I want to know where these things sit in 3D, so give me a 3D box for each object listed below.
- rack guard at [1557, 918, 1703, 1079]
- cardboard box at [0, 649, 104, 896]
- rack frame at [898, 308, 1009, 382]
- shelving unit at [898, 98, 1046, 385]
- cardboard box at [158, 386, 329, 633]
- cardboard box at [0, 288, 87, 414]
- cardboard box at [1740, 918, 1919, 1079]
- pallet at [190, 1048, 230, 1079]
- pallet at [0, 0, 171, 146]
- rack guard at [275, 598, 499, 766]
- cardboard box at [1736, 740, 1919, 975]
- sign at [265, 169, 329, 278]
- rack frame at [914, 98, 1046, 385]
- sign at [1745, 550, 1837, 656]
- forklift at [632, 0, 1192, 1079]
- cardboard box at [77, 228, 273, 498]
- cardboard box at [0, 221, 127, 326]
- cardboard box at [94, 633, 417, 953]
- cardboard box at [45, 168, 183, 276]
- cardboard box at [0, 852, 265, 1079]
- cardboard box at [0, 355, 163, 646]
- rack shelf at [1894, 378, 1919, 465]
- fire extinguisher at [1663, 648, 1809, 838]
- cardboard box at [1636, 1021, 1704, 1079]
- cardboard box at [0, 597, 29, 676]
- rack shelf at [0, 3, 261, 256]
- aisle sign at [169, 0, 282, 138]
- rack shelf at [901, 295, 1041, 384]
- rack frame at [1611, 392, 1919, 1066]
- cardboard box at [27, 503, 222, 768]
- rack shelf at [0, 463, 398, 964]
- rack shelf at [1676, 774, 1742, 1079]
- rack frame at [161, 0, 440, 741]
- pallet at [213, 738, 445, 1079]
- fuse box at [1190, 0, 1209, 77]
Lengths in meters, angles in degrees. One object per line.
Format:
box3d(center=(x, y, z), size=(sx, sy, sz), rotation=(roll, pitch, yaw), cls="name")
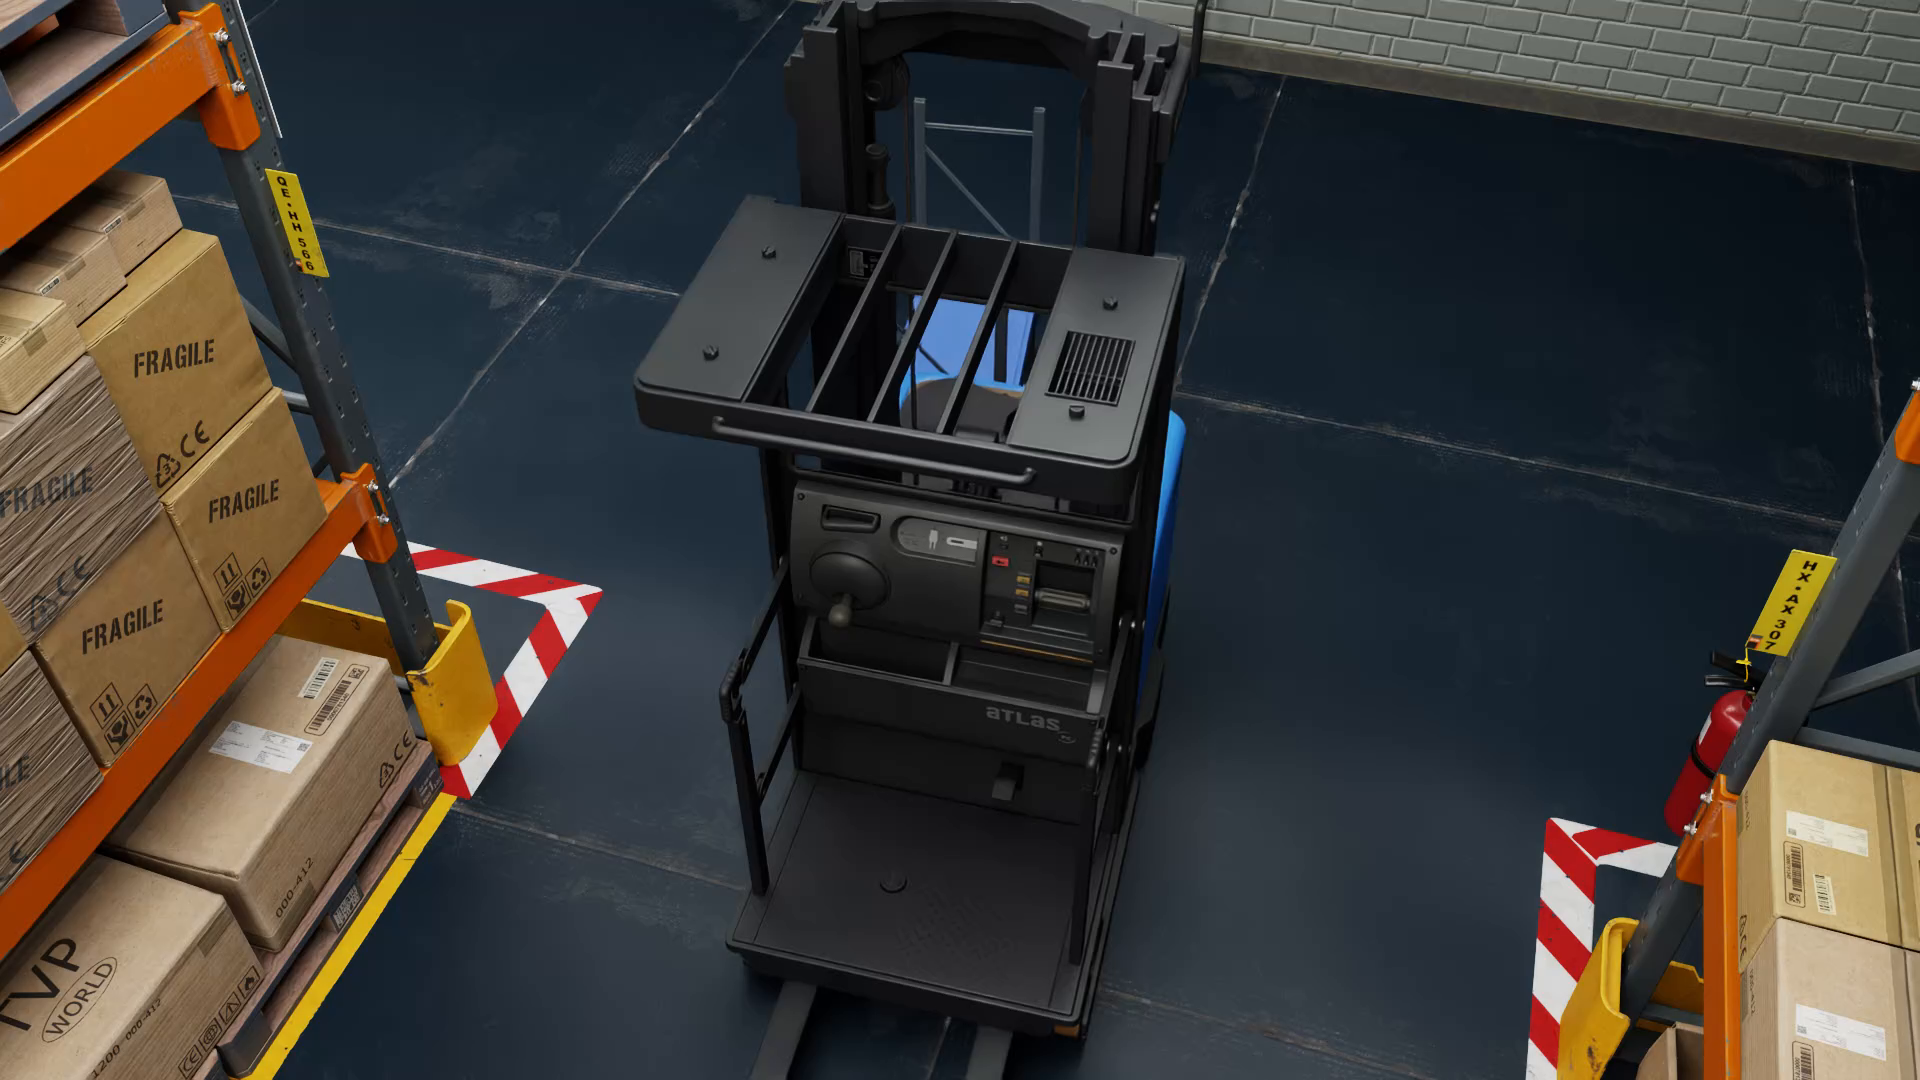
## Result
box3d(center=(2.410, 1.517, 4.842), size=(1.175, 0.500, 0.348), rotation=(13, 46, 13), cls="rack guard")
box3d(center=(-2.505, 0.543, 3.979), size=(0.500, 0.500, 0.500), rotation=(14, 46, 14), cls="cardboard box")
box3d(center=(-0.083, -0.407, 6.094), size=(0.500, 1.500, 0.032), rotation=(6, 45, 6), cls="rack frame")
box3d(center=(-0.005, -0.758, 6.453), size=(0.538, 1.500, 1.048), rotation=(6, 45, 6), cls="shelving unit")
box3d(center=(-2.192, -0.134, 4.670), size=(0.500, 0.500, 0.500), rotation=(13, 46, 13), cls="cardboard box")
box3d(center=(-2.268, -0.455, 3.820), size=(0.380, 0.149, 0.250), rotation=(12, 46, 12), cls="cardboard box")
box3d(center=(1.887, 1.102, 3.374), size=(0.500, 0.250, 0.500), rotation=(13, 46, 13), cls="cardboard box")
box3d(center=(-2.837, 1.881, 4.677), size=(1.003, 0.211, 1.213), rotation=(13, 46, 12), cls="pallet")
box3d(center=(-2.513, -1.019, 3.566), size=(1.003, 0.211, 1.213), rotation=(13, 46, 13), cls="pallet")
box3d(center=(-2.291, 0.402, 5.982), size=(1.175, 0.500, 0.348), rotation=(13, 46, 13), cls="rack guard")
box3d(center=(2.039, 0.766, 3.717), size=(0.500, 0.250, 0.500), rotation=(13, 46, 13), cls="cardboard box")
box3d(center=(-1.785, -0.850, 4.477), size=(0.100, 0.325, 0.005), rotation=(13, 46, 13), cls="sign")
box3d(center=(0.073, -1.110, 6.812), size=(0.500, 1.500, 0.032), rotation=(6, 45, 6), cls="rack frame")
box3d(center=(1.916, 0.149, 3.834), size=(0.100, 0.325, 0.005), rotation=(13, 46, 13), cls="sign")
box3d(center=(-0.070, 0.190, 4.460), size=(1.130, 2.935, 3.031), rotation=(10, 45, 10), cls="forklift")
box3d(center=(-2.217, -0.497, 4.327), size=(0.500, 0.500, 0.500), rotation=(14, 46, 14), cls="cardboard box")
box3d(center=(-2.270, -0.645, 4.014), size=(0.380, 0.149, 0.250), rotation=(13, 46, 13), cls="cardboard box")
box3d(center=(-2.403, 0.751, 5.369), size=(0.875, 0.438, 0.875), rotation=(11, 45, 11), cls="cardboard box")
box3d(center=(-2.216, -0.819, 4.192), size=(0.380, 0.149, 0.250), rotation=(13, 46, 13), cls="cardboard box")
box3d(center=(-2.672, 1.363, 4.744), size=(0.875, 0.438, 0.875), rotation=(14, 46, 14), cls="cardboard box")
box3d(center=(-2.348, -0.142, 3.964), size=(0.500, 0.500, 0.500), rotation=(13, 46, 13), cls="cardboard box")
box3d(center=(1.828, 1.091, 1.860), size=(1.077, 0.370, 4.000), rotation=(13, 46, 13), cls="rack shelf")
box3d(center=(2.037, 0.538, 4.377), size=(0.296, 0.674, 0.183), rotation=(13, 46, 13), cls="fire extinguisher")
box3d(center=(2.158, 1.703, 4.350), size=(0.797, 0.503, 0.637), rotation=(11, 45, 11), cls="cardboard box")
box3d(center=(-2.501, 0.187, 3.628), size=(0.500, 0.500, 0.500), rotation=(12, 46, 12), cls="cardboard box")
box3d(center=(-2.904, 0.043, 2.931), size=(1.077, 0.370, 4.000), rotation=(13, 46, 13), cls="rack shelf")
box3d(center=(-1.981, -1.387, 4.164), size=(0.394, 0.787, 0.004), rotation=(13, 46, 13), cls="aisle sign")
box3d(center=(-0.005, -0.630, 6.578), size=(0.538, 0.185, 1.000), rotation=(6, 45, 6), cls="rack shelf")
box3d(center=(2.433, 0.573, 4.019), size=(1.000, 3.000, 0.127), rotation=(13, 46, 13), cls="rack frame")
box3d(center=(-2.359, 0.198, 4.332), size=(0.500, 0.500, 0.500), rotation=(12, 46, 12), cls="cardboard box")
box3d(center=(-2.904, 1.115, 3.981), size=(1.077, 0.370, 4.000), rotation=(13, 46, 13), cls="rack shelf")
box3d(center=(1.828, 2.164, 2.909), size=(1.077, 0.370, 4.000), rotation=(13, 46, 13), cls="rack shelf")
box3d(center=(-2.298, -0.476, 5.091), size=(1.000, 3.000, 0.127), rotation=(13, 46, 13), cls="rack frame")
box3d(center=(-2.466, 1.071, 5.505), size=(1.003, 0.211, 1.213), rotation=(13, 46, 13), cls="pallet")
box3d(center=(1.345, -3.236, 8.834), size=(0.539, 1.711, 0.414), rotation=(13, 46, 13), cls="fuse box")
